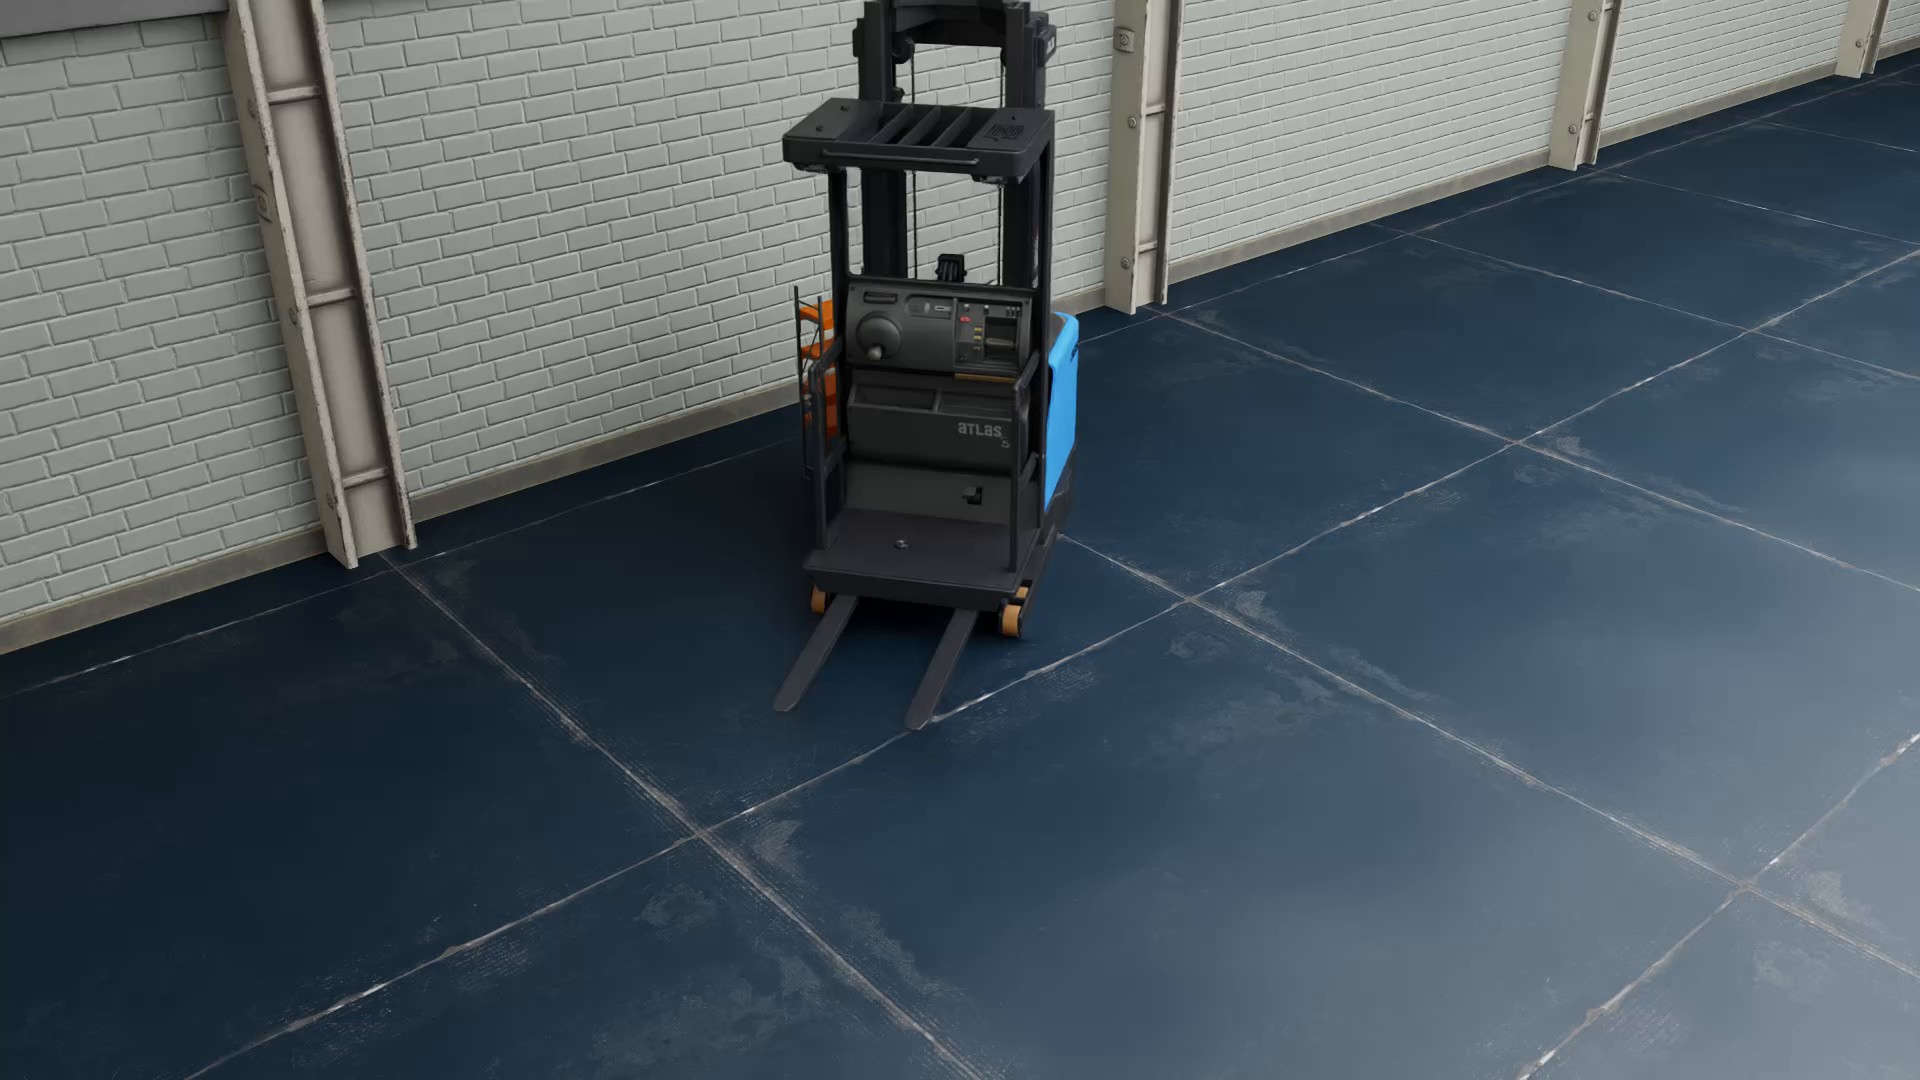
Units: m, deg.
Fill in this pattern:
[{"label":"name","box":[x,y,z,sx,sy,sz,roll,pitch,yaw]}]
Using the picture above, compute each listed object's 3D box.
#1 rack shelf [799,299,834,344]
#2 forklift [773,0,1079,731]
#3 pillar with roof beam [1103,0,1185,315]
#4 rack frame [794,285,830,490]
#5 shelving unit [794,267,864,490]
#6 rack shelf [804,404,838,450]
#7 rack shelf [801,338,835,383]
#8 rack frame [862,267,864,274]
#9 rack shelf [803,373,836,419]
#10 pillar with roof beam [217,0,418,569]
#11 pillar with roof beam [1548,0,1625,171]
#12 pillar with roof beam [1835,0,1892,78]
[{"label":"rack shelf","box":[-0.671,-1.288,9.553,0.480,0.148,0.258,-23,36,-36]},{"label":"forklift","box":[-0.155,-1.001,8.013,1.130,2.935,3.031,6,29,12]},{"label":"pillar with roof beam","box":[4.116,-4.219,7.597,0.400,9.000,9.100,-22,35,-35]},{"label":"rack frame","box":[-0.853,-0.865,9.596,0.015,1.200,0.240,-23,36,-36]},{"label":"shelving unit","box":[-0.671,-0.941,9.739,0.503,1.200,0.258,-23,36,-36]},{"label":"rack shelf","box":[-0.671,-0.707,9.864,0.480,0.148,0.258,-23,36,-36]},{"label":"rack shelf","box":[-0.671,-1.079,9.665,0.480,0.148,0.258,-23,36,-36]},{"label":"rack frame","box":[-0.488,-1.018,9.881,0.015,1.200,0.240,-23,36,-36]},{"label":"rack shelf","box":[-0.671,-0.882,9.770,0.480,0.148,0.258,-23,36,-36]},{"label":"pillar with roof beam","box":[-0.448,-2.383,4.162,0.400,9.000,9.100,-22,35,-35]},{"label":"pillar with roof beam","box":[8.681,-6.054,11.031,0.400,9.000,9.100,-22,35,-35]},{"label":"pillar with roof beam","box":[13.245,-7.890,14.466,0.400,9.000,9.100,-22,35,-35]}]
